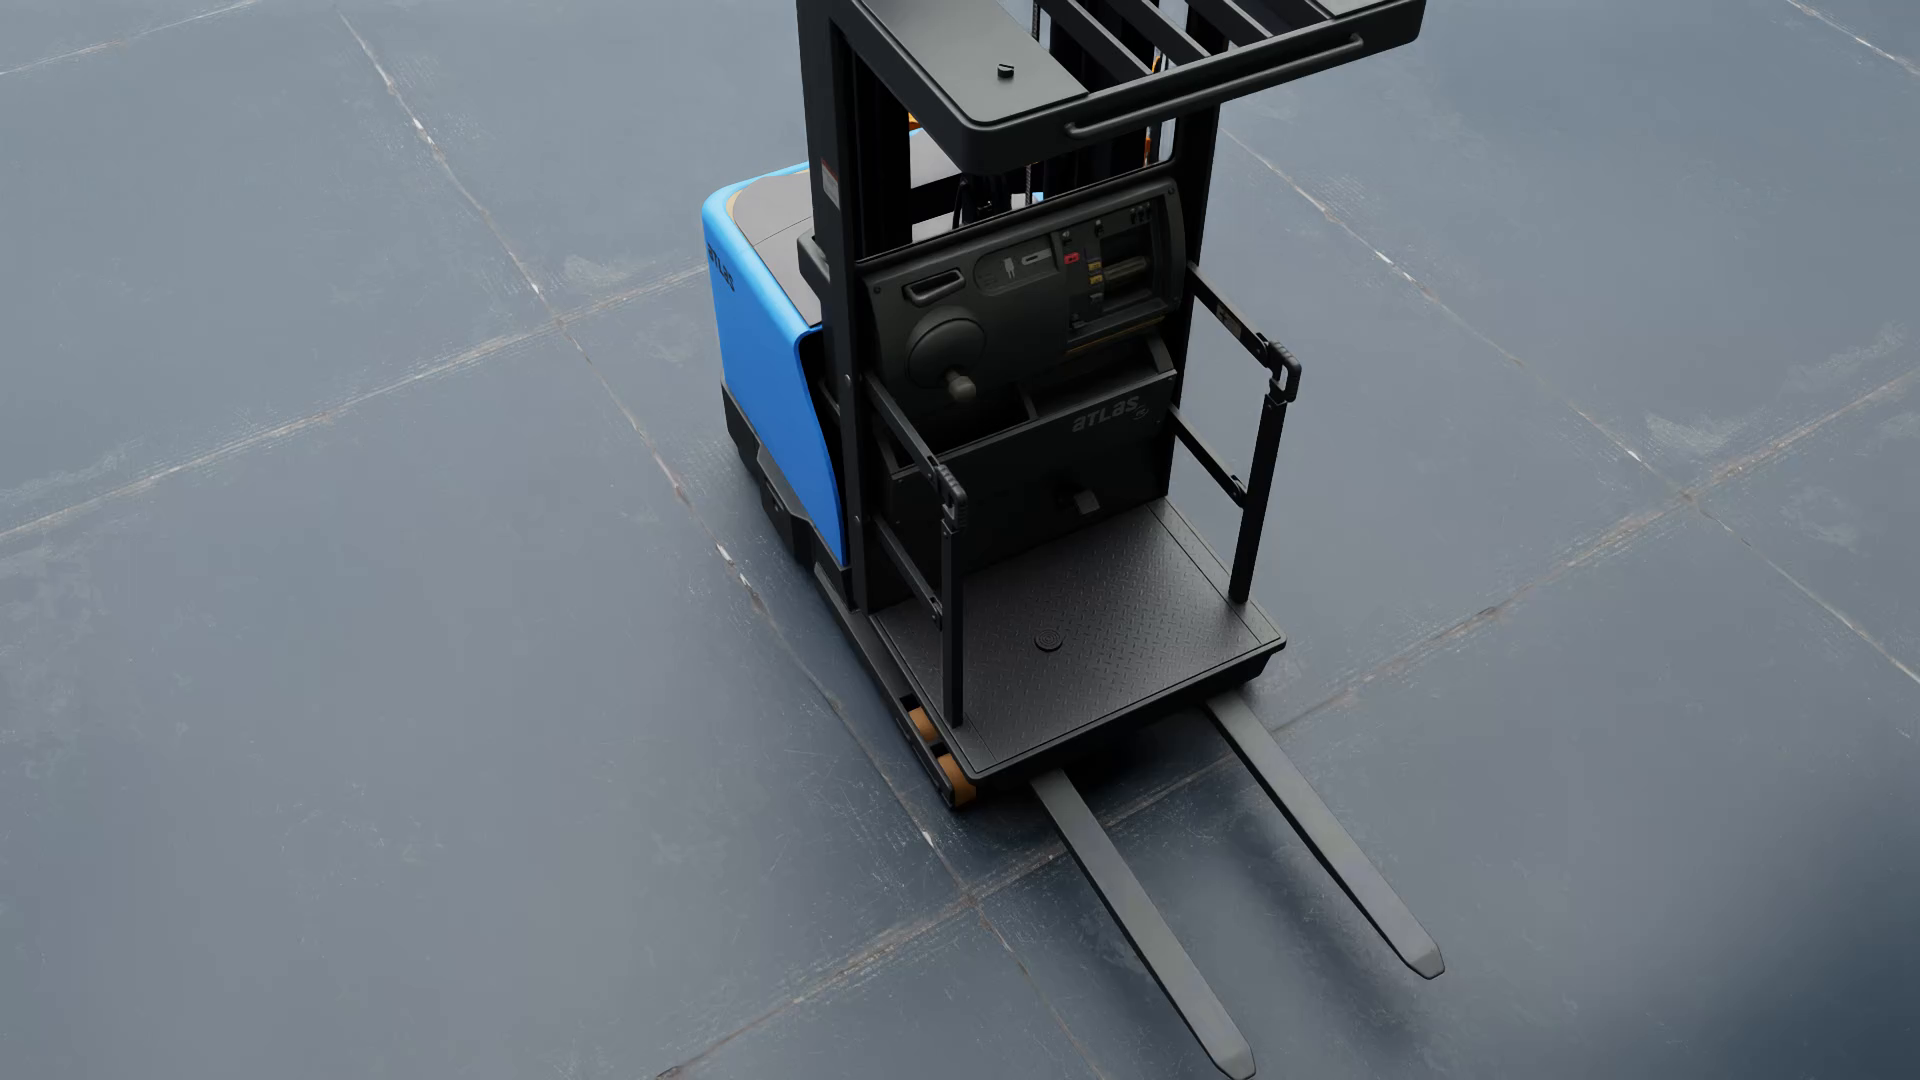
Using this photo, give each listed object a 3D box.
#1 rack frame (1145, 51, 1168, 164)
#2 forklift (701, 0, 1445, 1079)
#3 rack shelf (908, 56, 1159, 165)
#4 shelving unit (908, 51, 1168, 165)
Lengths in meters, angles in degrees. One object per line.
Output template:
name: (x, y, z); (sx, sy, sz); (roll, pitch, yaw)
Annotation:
rack frame: (0.691, -1.259, 6.118); (0.032, 1.125, 0.500); (7, 49, 6)
forklift: (0.292, -0.562, 4.288); (1.130, 2.935, 3.031); (-22, 52, -18)
rack shelf: (0.189, -1.513, 5.952); (1.000, 0.278, 0.538); (7, 49, 6)
shelving unit: (0.189, -1.318, 6.171); (1.048, 1.125, 0.538); (7, 49, 6)
